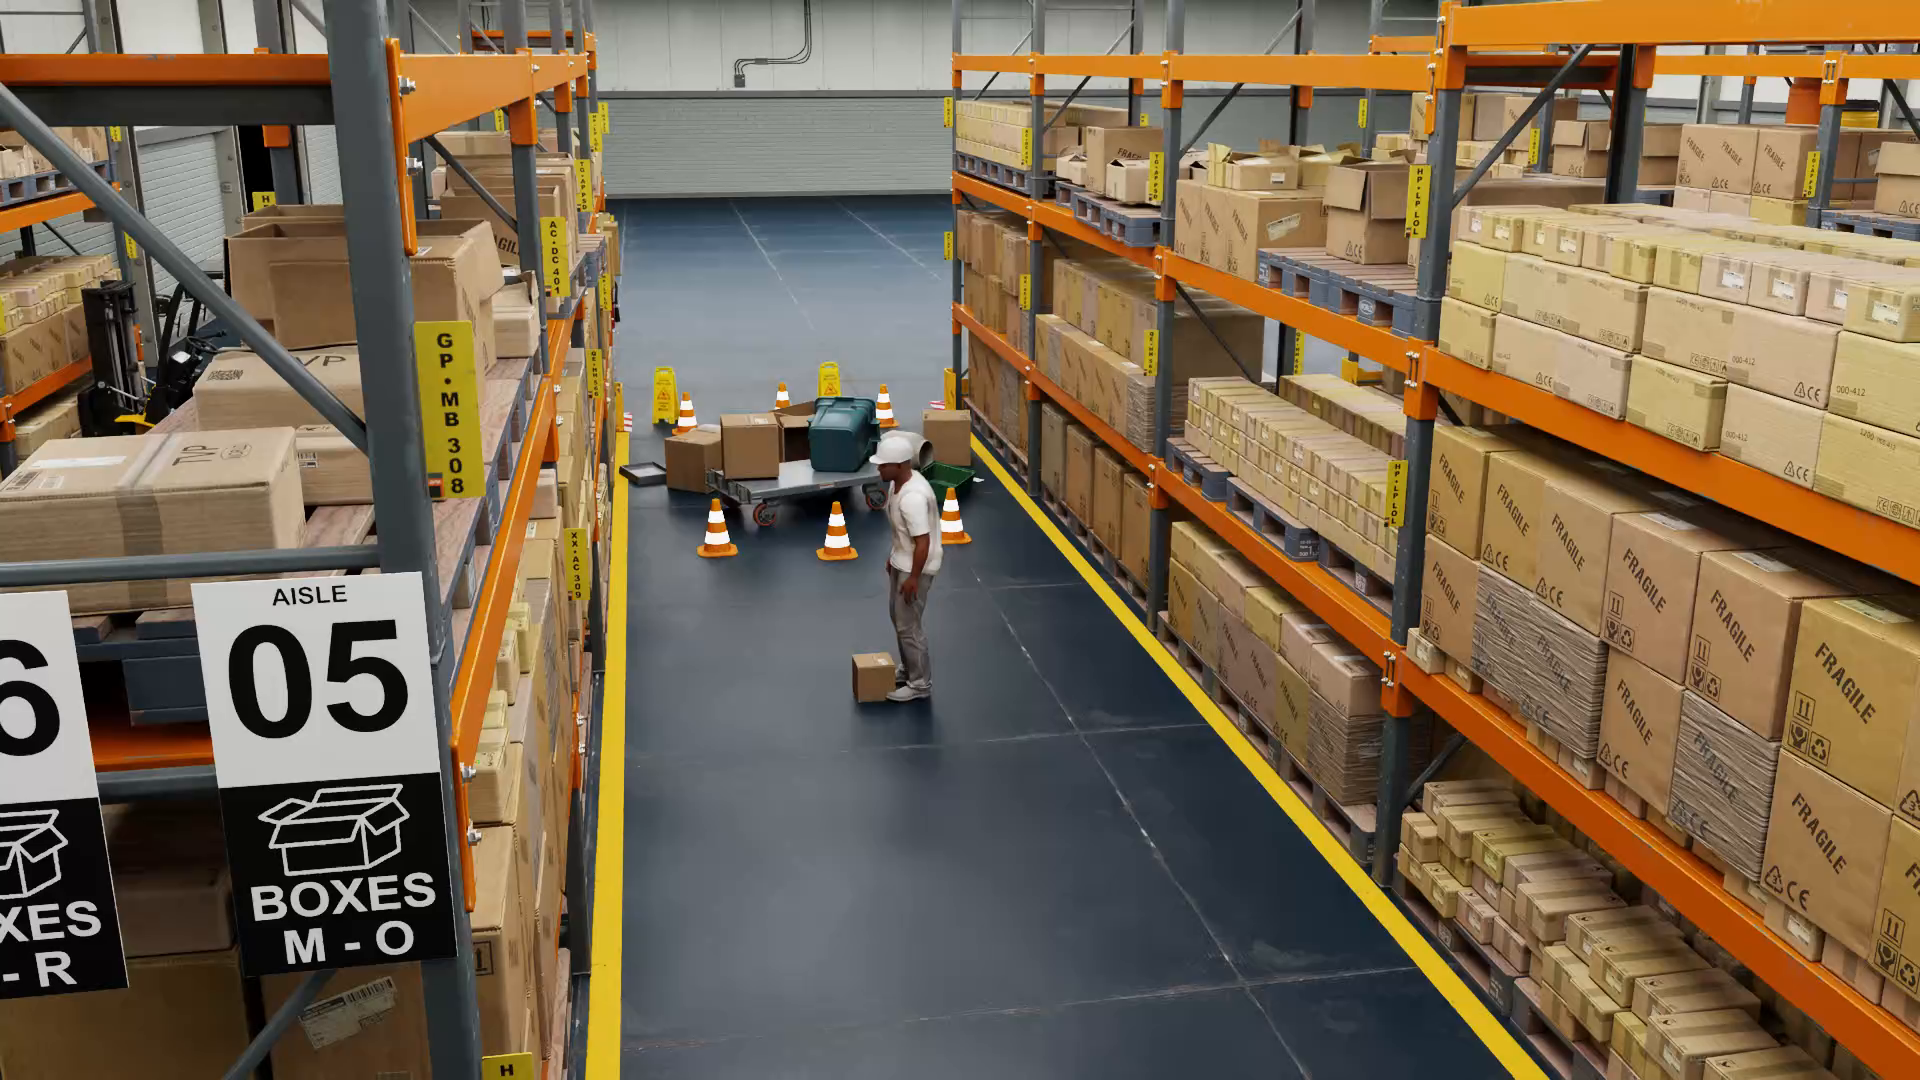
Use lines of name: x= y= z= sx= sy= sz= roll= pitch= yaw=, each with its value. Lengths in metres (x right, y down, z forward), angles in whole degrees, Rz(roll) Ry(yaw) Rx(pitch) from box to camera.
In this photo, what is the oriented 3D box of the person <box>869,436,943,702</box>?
person: x=-0.357 y=0.176 z=10.900 sx=0.462 sy=1.760 sz=0.635 roll=-3 pitch=17 yaw=-11
